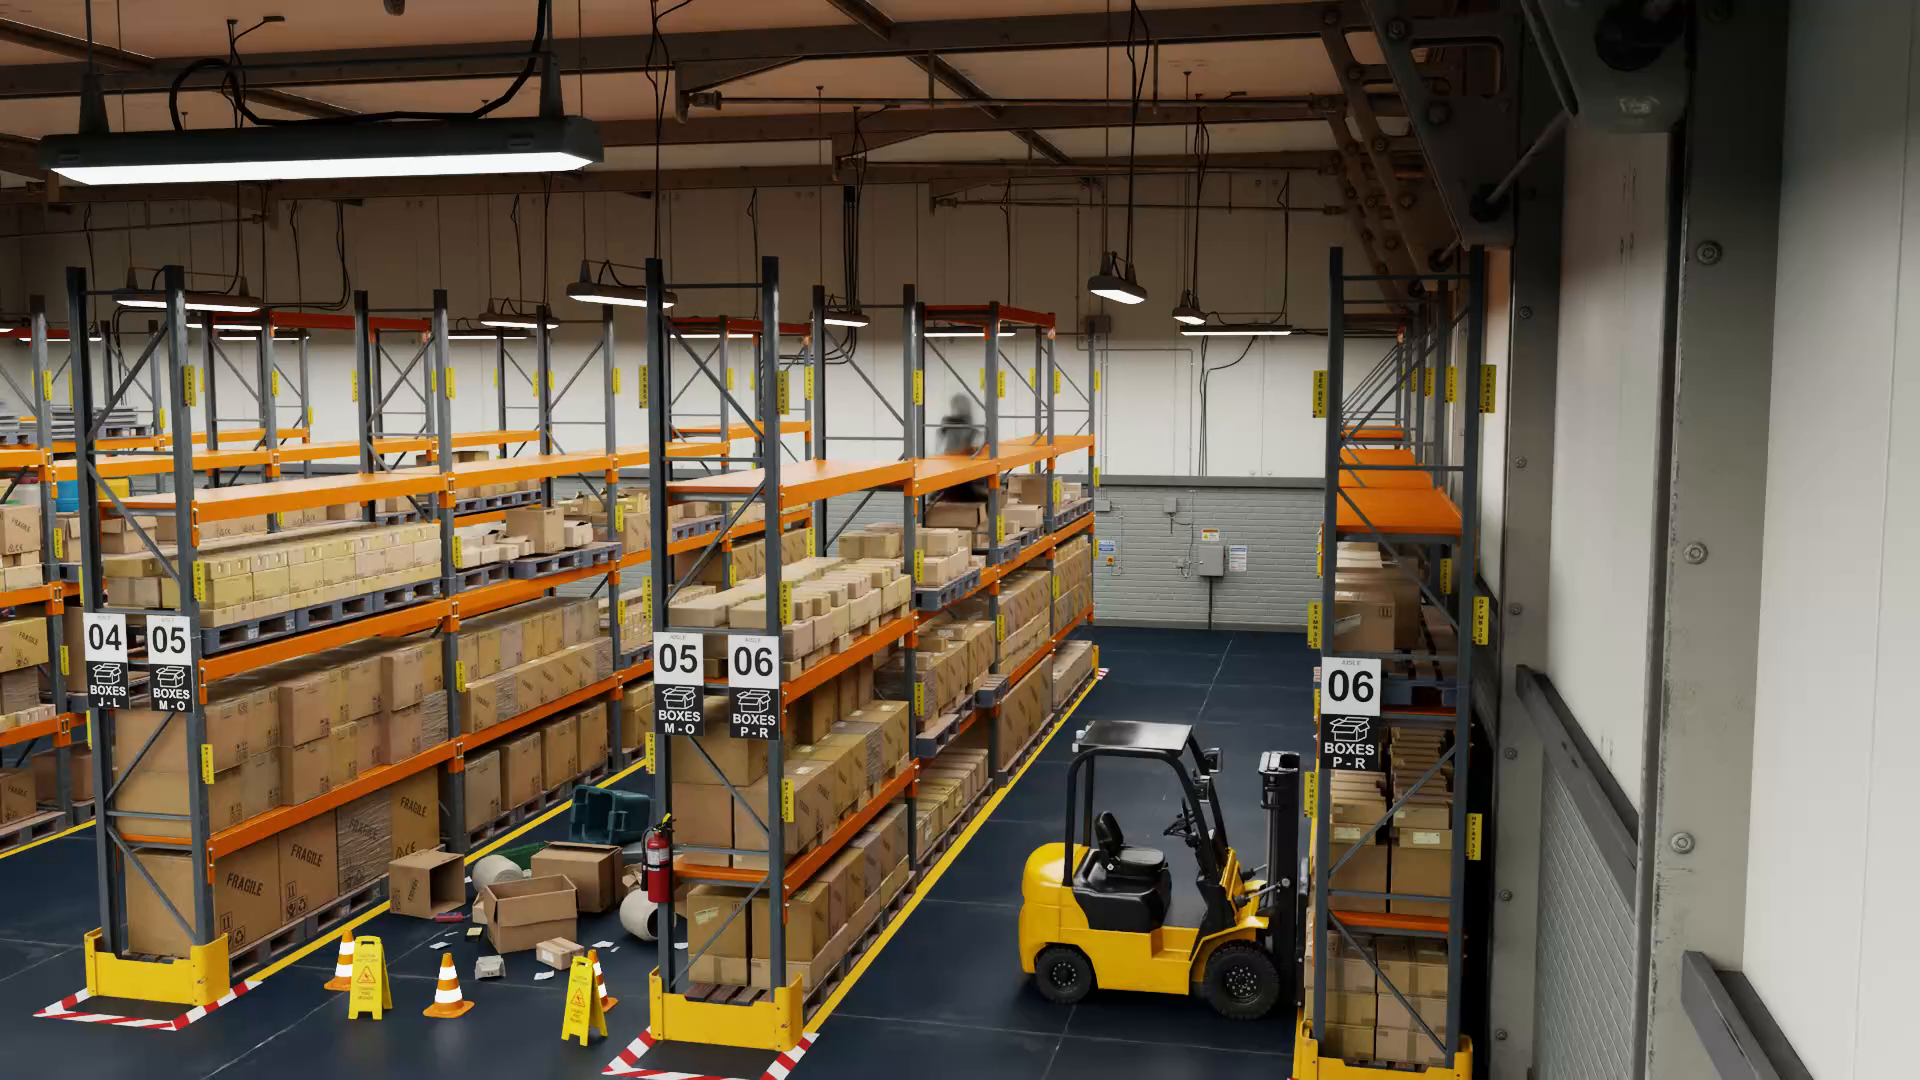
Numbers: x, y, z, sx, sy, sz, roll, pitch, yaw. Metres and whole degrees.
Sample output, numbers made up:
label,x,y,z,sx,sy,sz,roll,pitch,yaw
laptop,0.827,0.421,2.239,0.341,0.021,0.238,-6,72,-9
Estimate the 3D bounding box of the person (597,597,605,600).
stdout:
label,x,y,z,sx,sy,sz,roll,pitch,yaw
person,-5.703,1.702,26.342,0.571,1.607,0.575,1,6,13
